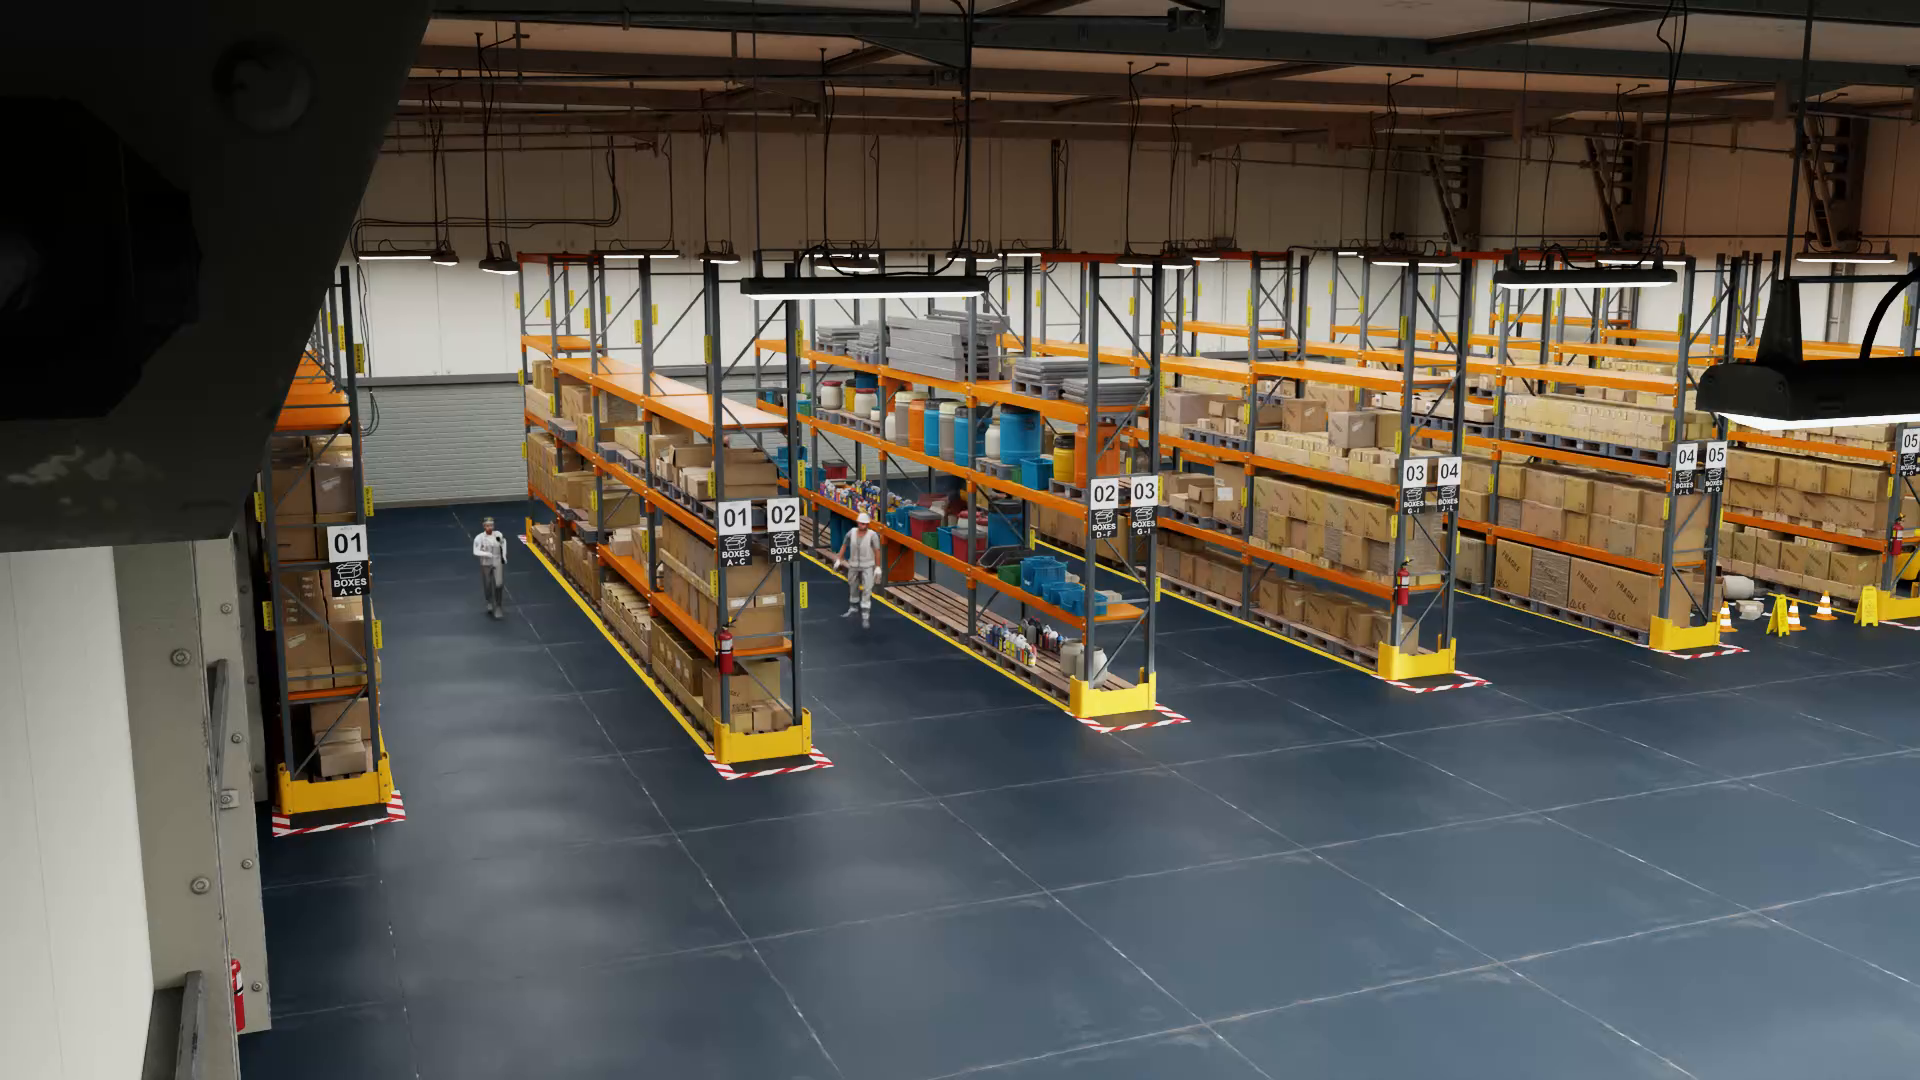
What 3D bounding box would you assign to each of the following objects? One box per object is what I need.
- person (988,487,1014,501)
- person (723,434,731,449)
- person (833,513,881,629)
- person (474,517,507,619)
[{"bbox_3d":[0.858,-0.646,33.816,0.627,1.774,0.833,-3,11,-15],"label":"person"},{"bbox_3d":[-5.620,-1.705,39.498,0.933,1.708,0.648,-2,11,-9],"label":"person"},{"bbox_3d":[-1.605,0.440,26.127,0.750,1.784,0.757,2,11,9],"label":"person"},{"bbox_3d":[-7.866,0.453,27.902,0.554,1.737,0.813,-4,11,-19],"label":"person"}]
